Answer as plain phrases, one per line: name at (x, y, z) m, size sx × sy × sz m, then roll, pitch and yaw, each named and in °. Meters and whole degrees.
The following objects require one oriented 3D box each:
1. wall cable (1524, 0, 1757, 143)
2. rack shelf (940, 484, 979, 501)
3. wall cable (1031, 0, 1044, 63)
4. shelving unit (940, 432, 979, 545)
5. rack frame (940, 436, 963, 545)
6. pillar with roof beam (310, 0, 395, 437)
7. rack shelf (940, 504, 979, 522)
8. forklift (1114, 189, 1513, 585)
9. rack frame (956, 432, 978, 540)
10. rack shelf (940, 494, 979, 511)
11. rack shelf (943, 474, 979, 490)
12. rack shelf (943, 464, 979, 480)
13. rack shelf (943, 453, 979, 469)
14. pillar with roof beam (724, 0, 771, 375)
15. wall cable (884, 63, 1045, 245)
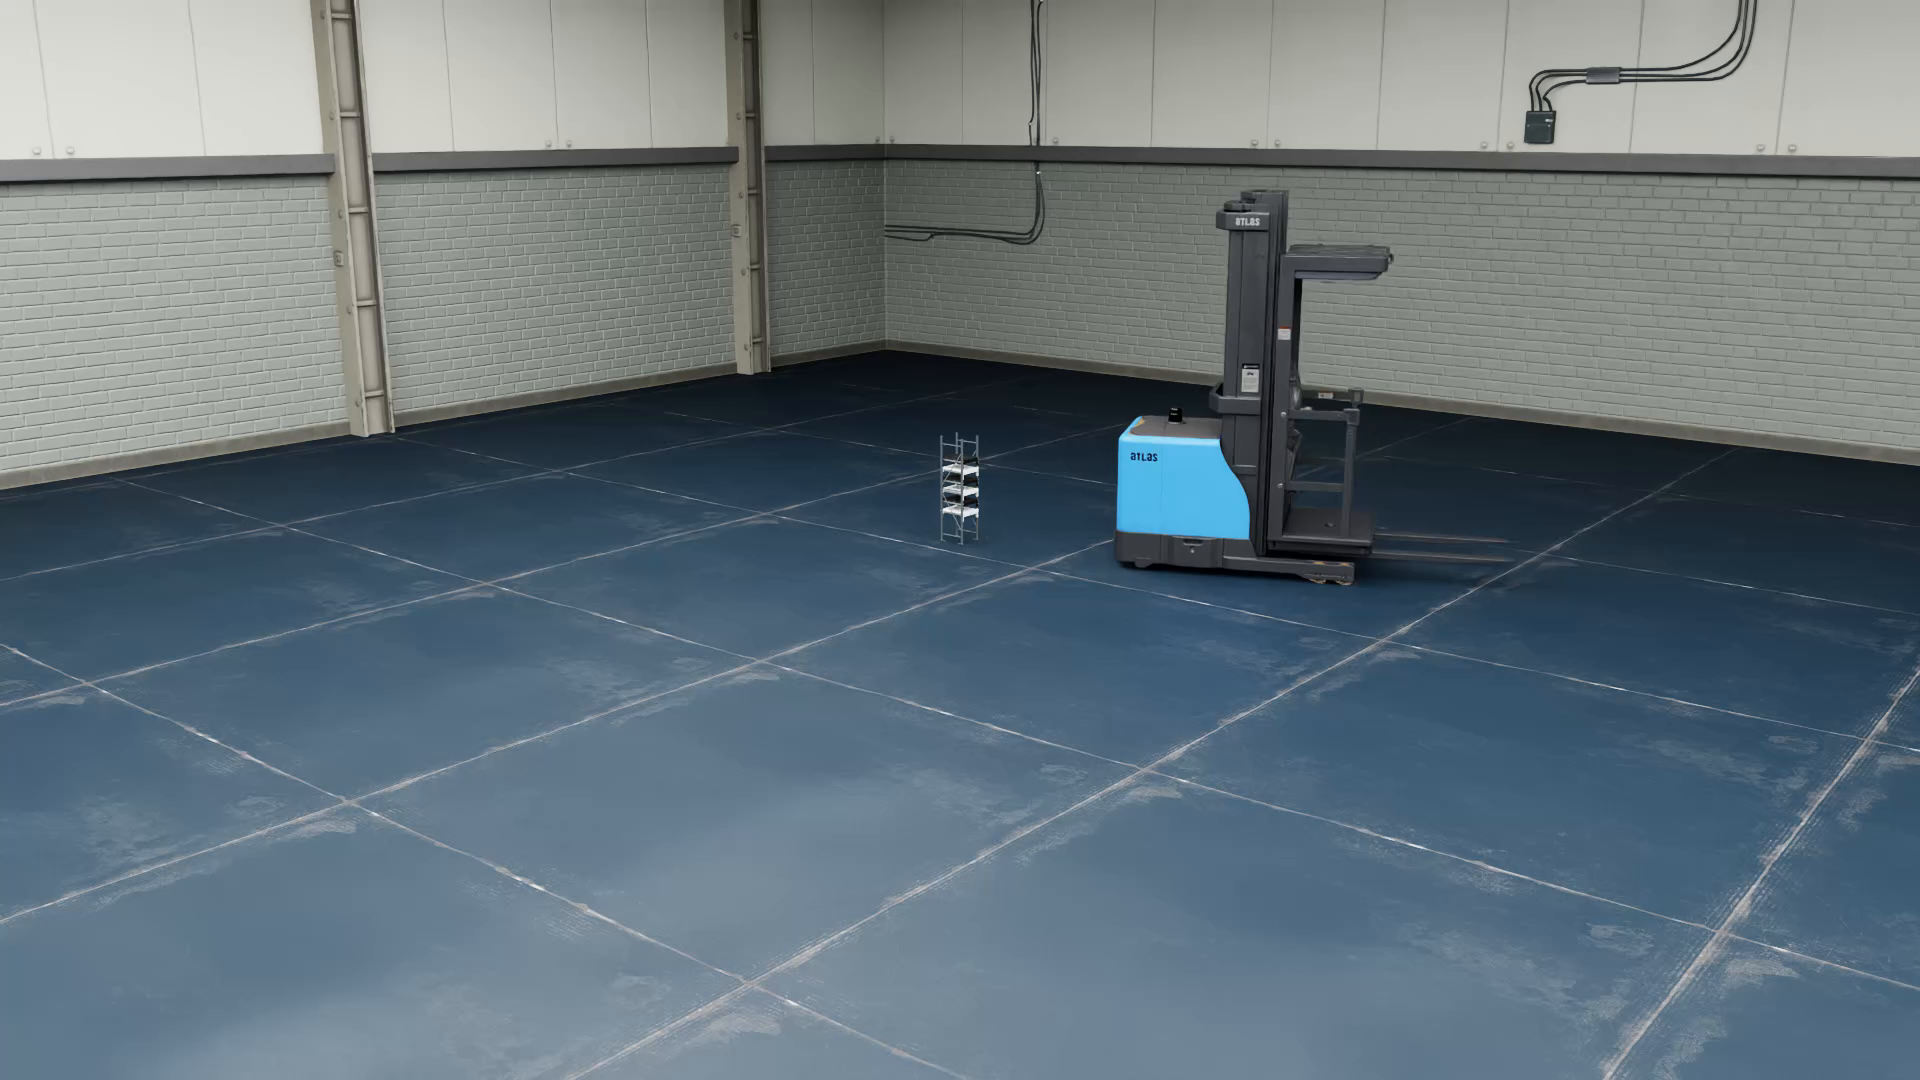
wall cable at (7.343, -7.264, 17.533) m, size 2.305 × 6.003 × 0.169 m, roll 11°, pitch 18°, yaw 38°
rack shelf at (-0.005, -0.402, 14.014) m, size 0.258 × 0.077 × 0.200 m, roll 11°, pitch 18°, yaw 38°
wall cable at (2.073, -7.612, 21.859) m, size 3.097 × 2.526 × 0.112 m, roll 11°, pitch 18°, yaw 38°
shelving unit at (-0.005, -0.435, 14.006) m, size 0.258 × 0.900 × 0.210 m, roll 11°, pitch 18°, yaw 38°
rack frame at (-0.069, -0.415, 13.929) m, size 0.240 × 0.900 × 0.006 m, roll 11°, pitch 18°, yaw 38°
pillar with roof beam at (-3.334, -4.913, 15.186) m, size 9.100 × 9.000 × 0.400 m, roll 11°, pitch 18°, yaw 38°
rack shelf at (-0.005, -0.228, 14.059) m, size 0.258 × 0.077 × 0.200 m, roll 11°, pitch 18°, yaw 38°
forklift at (2.805, -1.219, 12.967) m, size 3.031 × 2.935 × 1.130 m, roll 4°, pitch 15°, yaw 14°
rack frame at (0.059, -0.454, 14.083) m, size 0.240 × 0.900 × 0.006 m, roll 11°, pitch 18°, yaw 38°
rack shelf at (-0.005, -0.315, 14.036) m, size 0.258 × 0.077 × 0.200 m, roll 11°, pitch 18°, yaw 38°
rack shelf at (-0.005, -0.490, 13.992) m, size 0.258 × 0.077 × 0.200 m, roll 11°, pitch 18°, yaw 38°
rack shelf at (-0.005, -0.577, 13.970) m, size 0.258 × 0.077 × 0.200 m, roll 11°, pitch 18°, yaw 38°
rack shelf at (-0.005, -0.664, 13.948) m, size 0.258 × 0.077 × 0.200 m, roll 11°, pitch 18°, yaw 38°
pillar with roof beam at (0.437, -6.062, 19.709) m, size 9.100 × 9.000 × 0.400 m, roll 11°, pitch 18°, yaw 38°
wall cable at (-0.031, -5.583, 24.129) m, size 3.097 × 2.526 × 0.112 m, roll 11°, pitch 18°, yaw 38°
